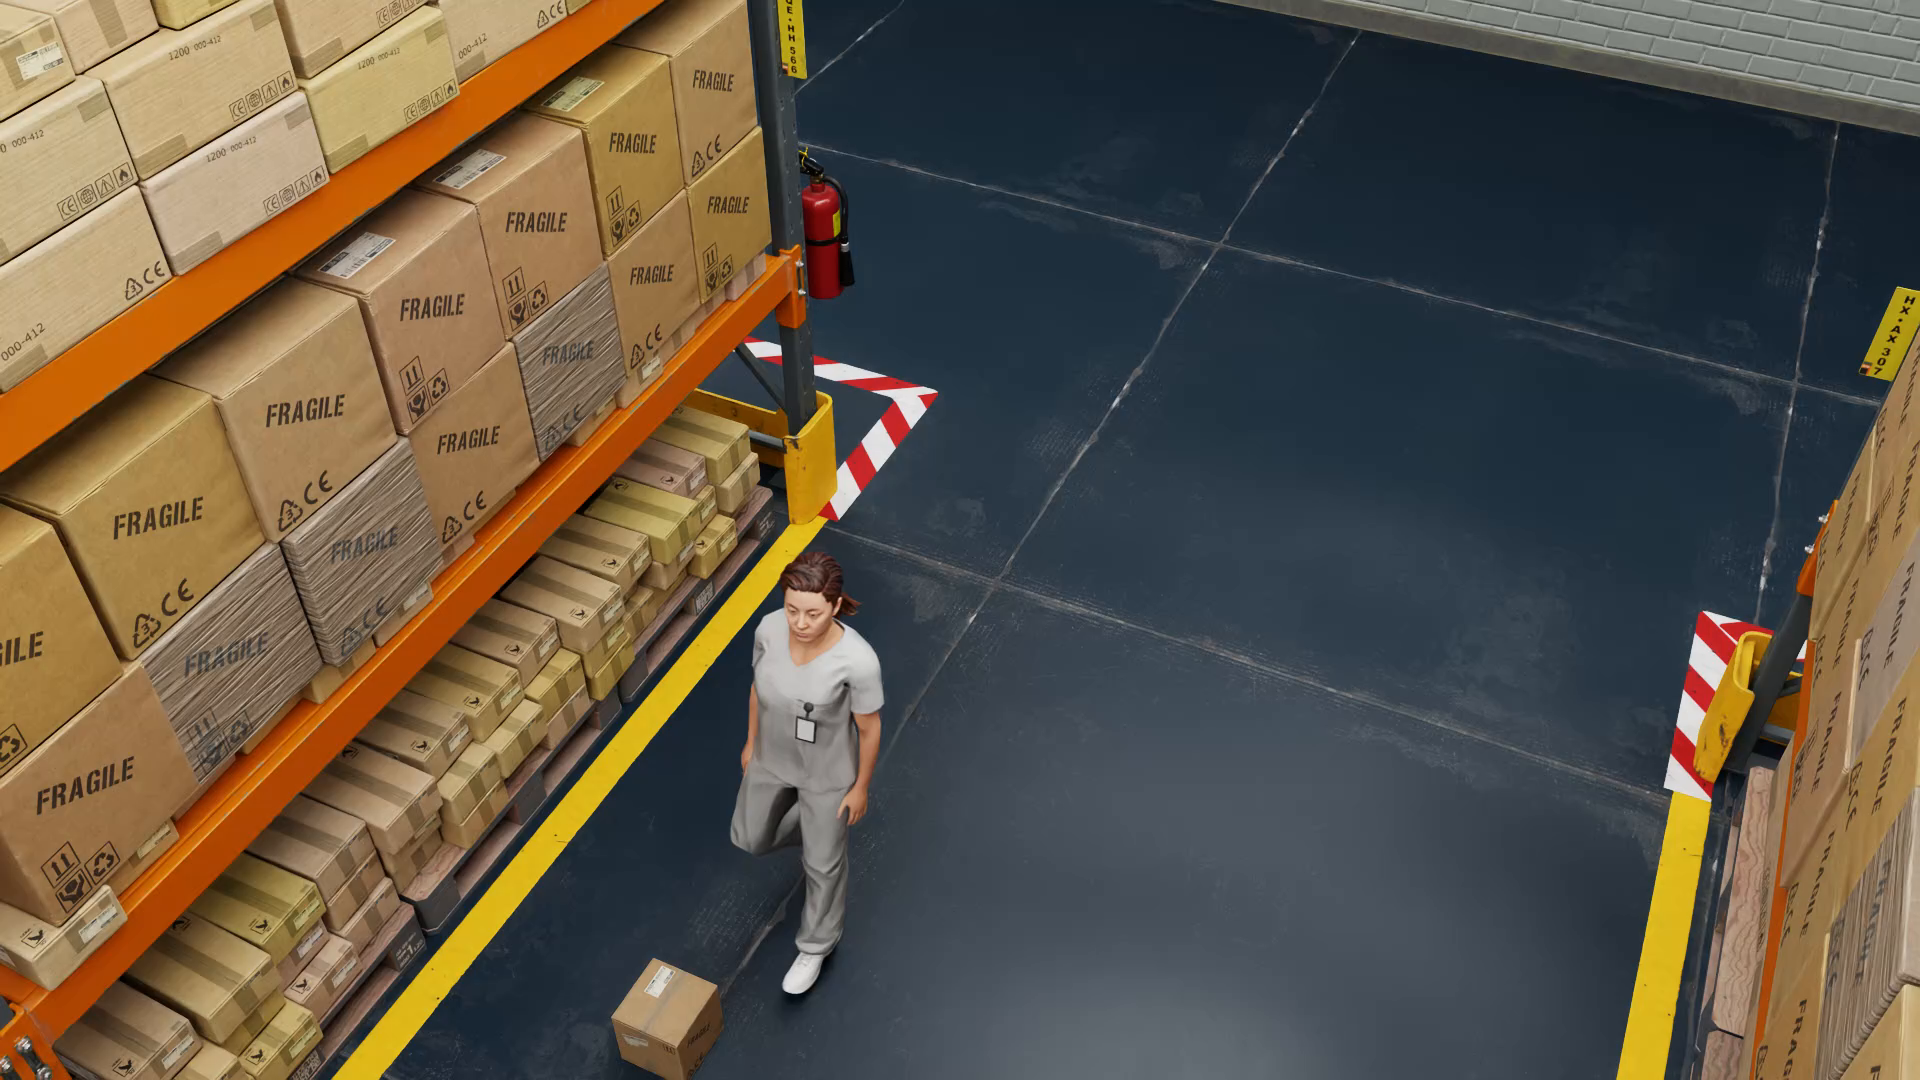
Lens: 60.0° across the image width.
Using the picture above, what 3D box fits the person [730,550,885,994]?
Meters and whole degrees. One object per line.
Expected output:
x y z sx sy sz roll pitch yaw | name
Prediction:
-0.493 0.730 5.321 0.485 1.662 0.639 20 46 20 | person
